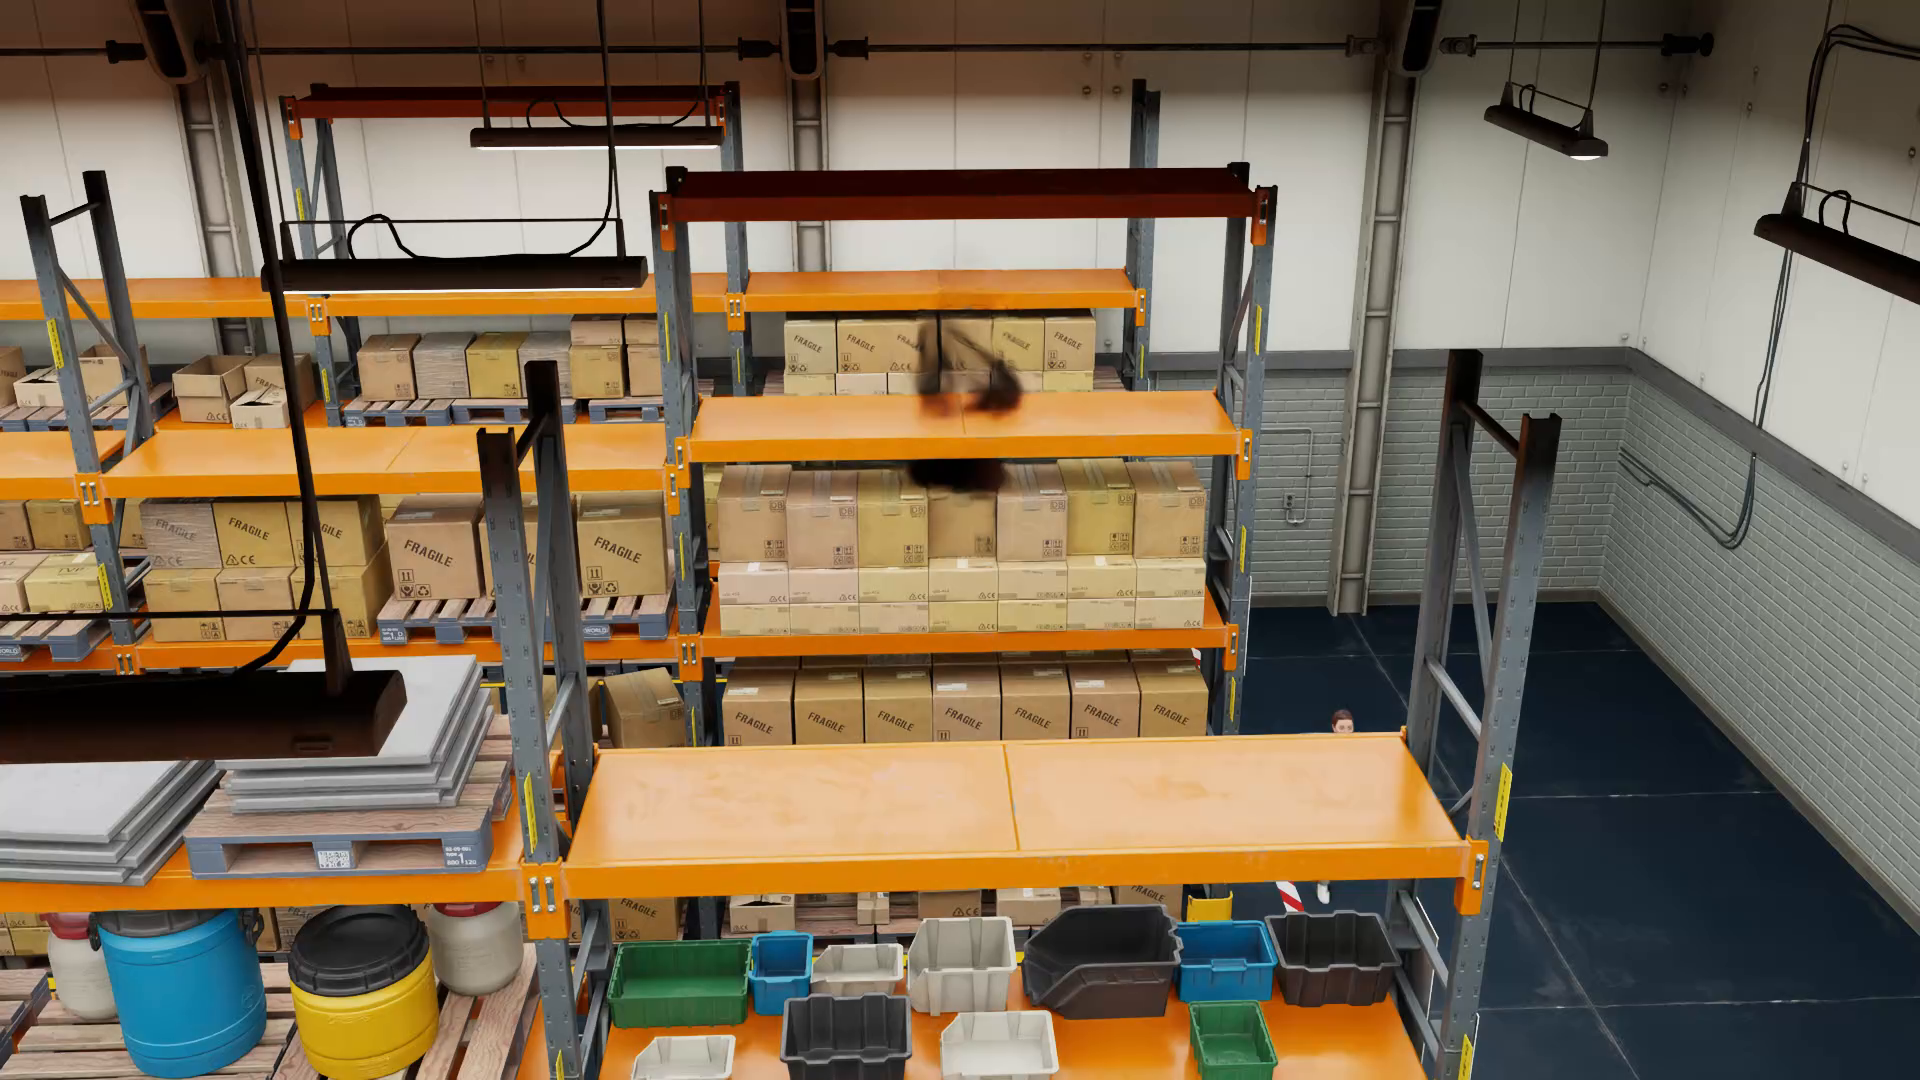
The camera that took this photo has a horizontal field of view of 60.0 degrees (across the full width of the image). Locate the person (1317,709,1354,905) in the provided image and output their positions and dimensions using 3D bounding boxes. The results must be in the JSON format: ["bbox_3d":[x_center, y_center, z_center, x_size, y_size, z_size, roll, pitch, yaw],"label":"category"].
[{"bbox_3d":[3.077,2.135,13.702,0.554,1.688,0.749,-1,22,-2],"label":"person"}]
